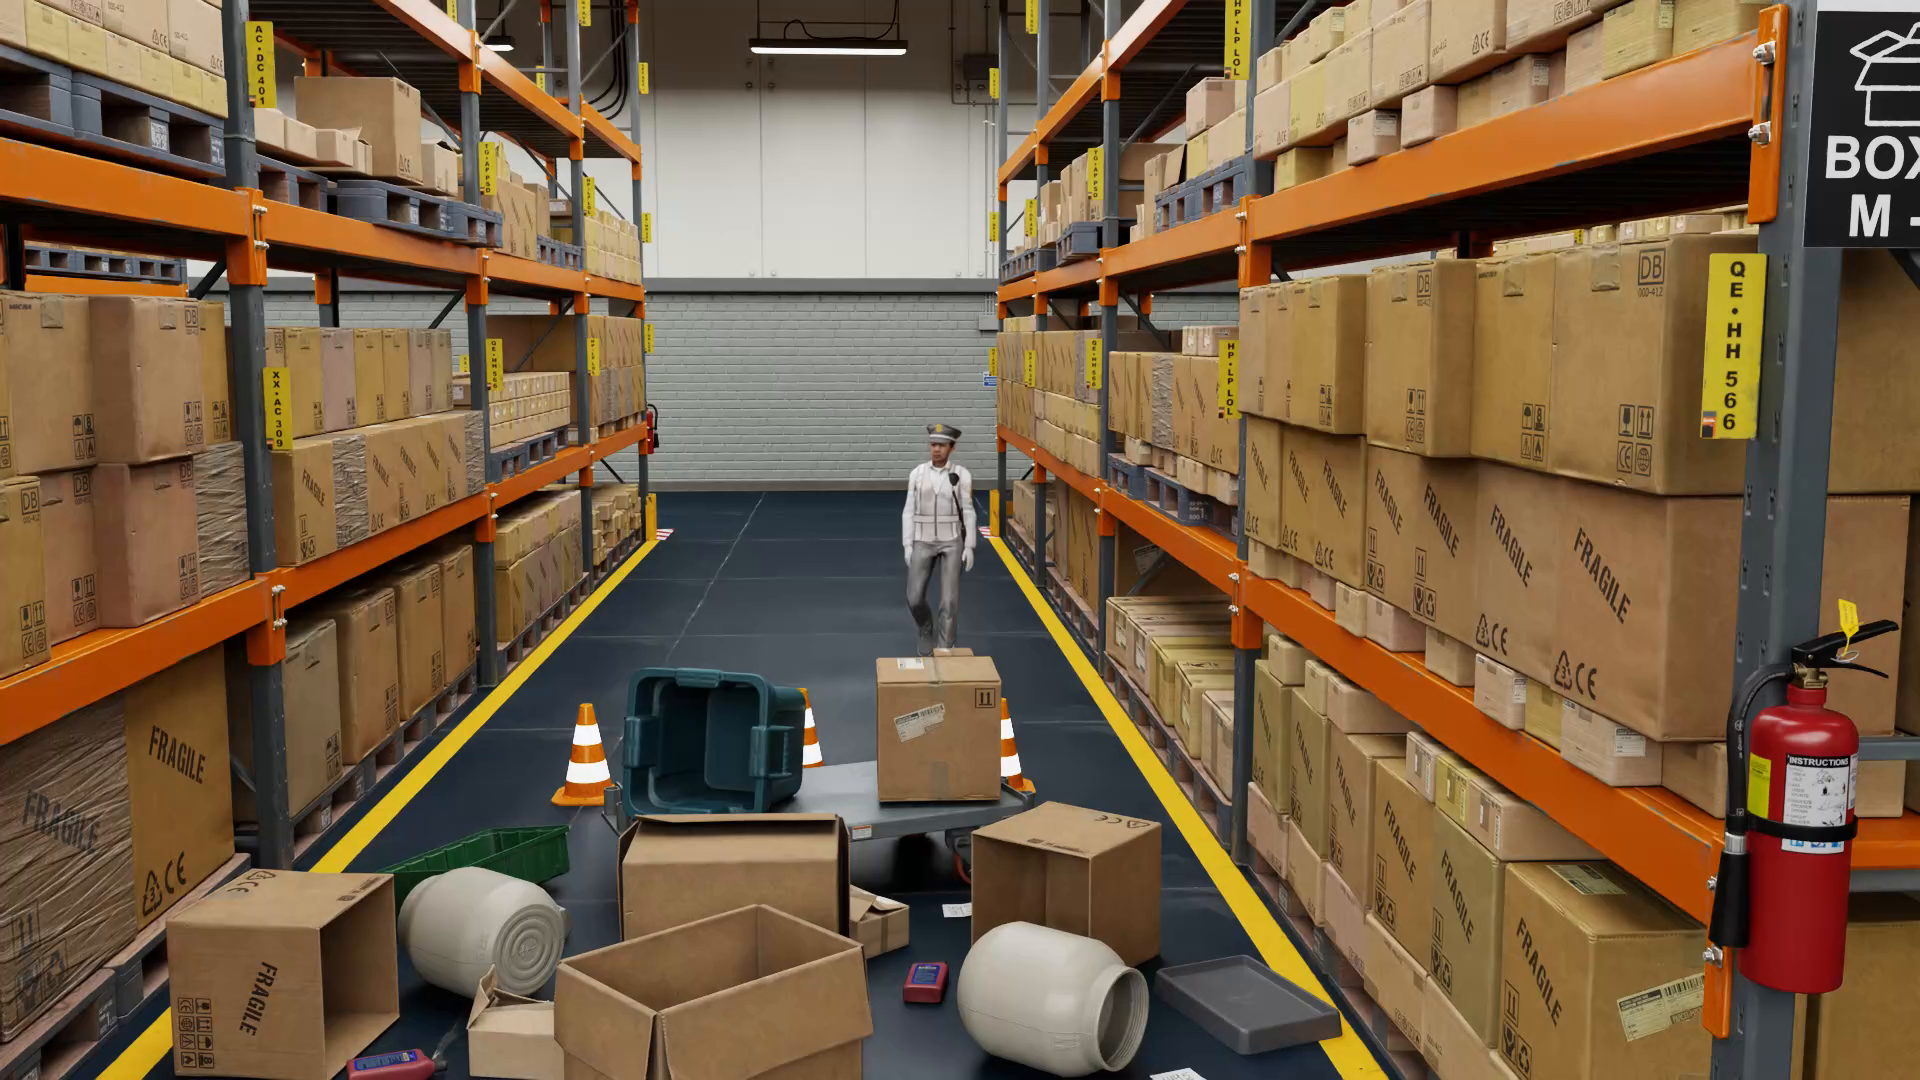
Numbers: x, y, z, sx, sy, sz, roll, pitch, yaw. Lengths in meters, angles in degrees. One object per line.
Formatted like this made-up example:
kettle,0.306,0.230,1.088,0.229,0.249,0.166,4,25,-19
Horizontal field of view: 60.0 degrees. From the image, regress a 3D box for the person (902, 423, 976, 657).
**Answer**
person,-0.147,0.041,11.207,0.512,1.659,0.676,1,7,7
